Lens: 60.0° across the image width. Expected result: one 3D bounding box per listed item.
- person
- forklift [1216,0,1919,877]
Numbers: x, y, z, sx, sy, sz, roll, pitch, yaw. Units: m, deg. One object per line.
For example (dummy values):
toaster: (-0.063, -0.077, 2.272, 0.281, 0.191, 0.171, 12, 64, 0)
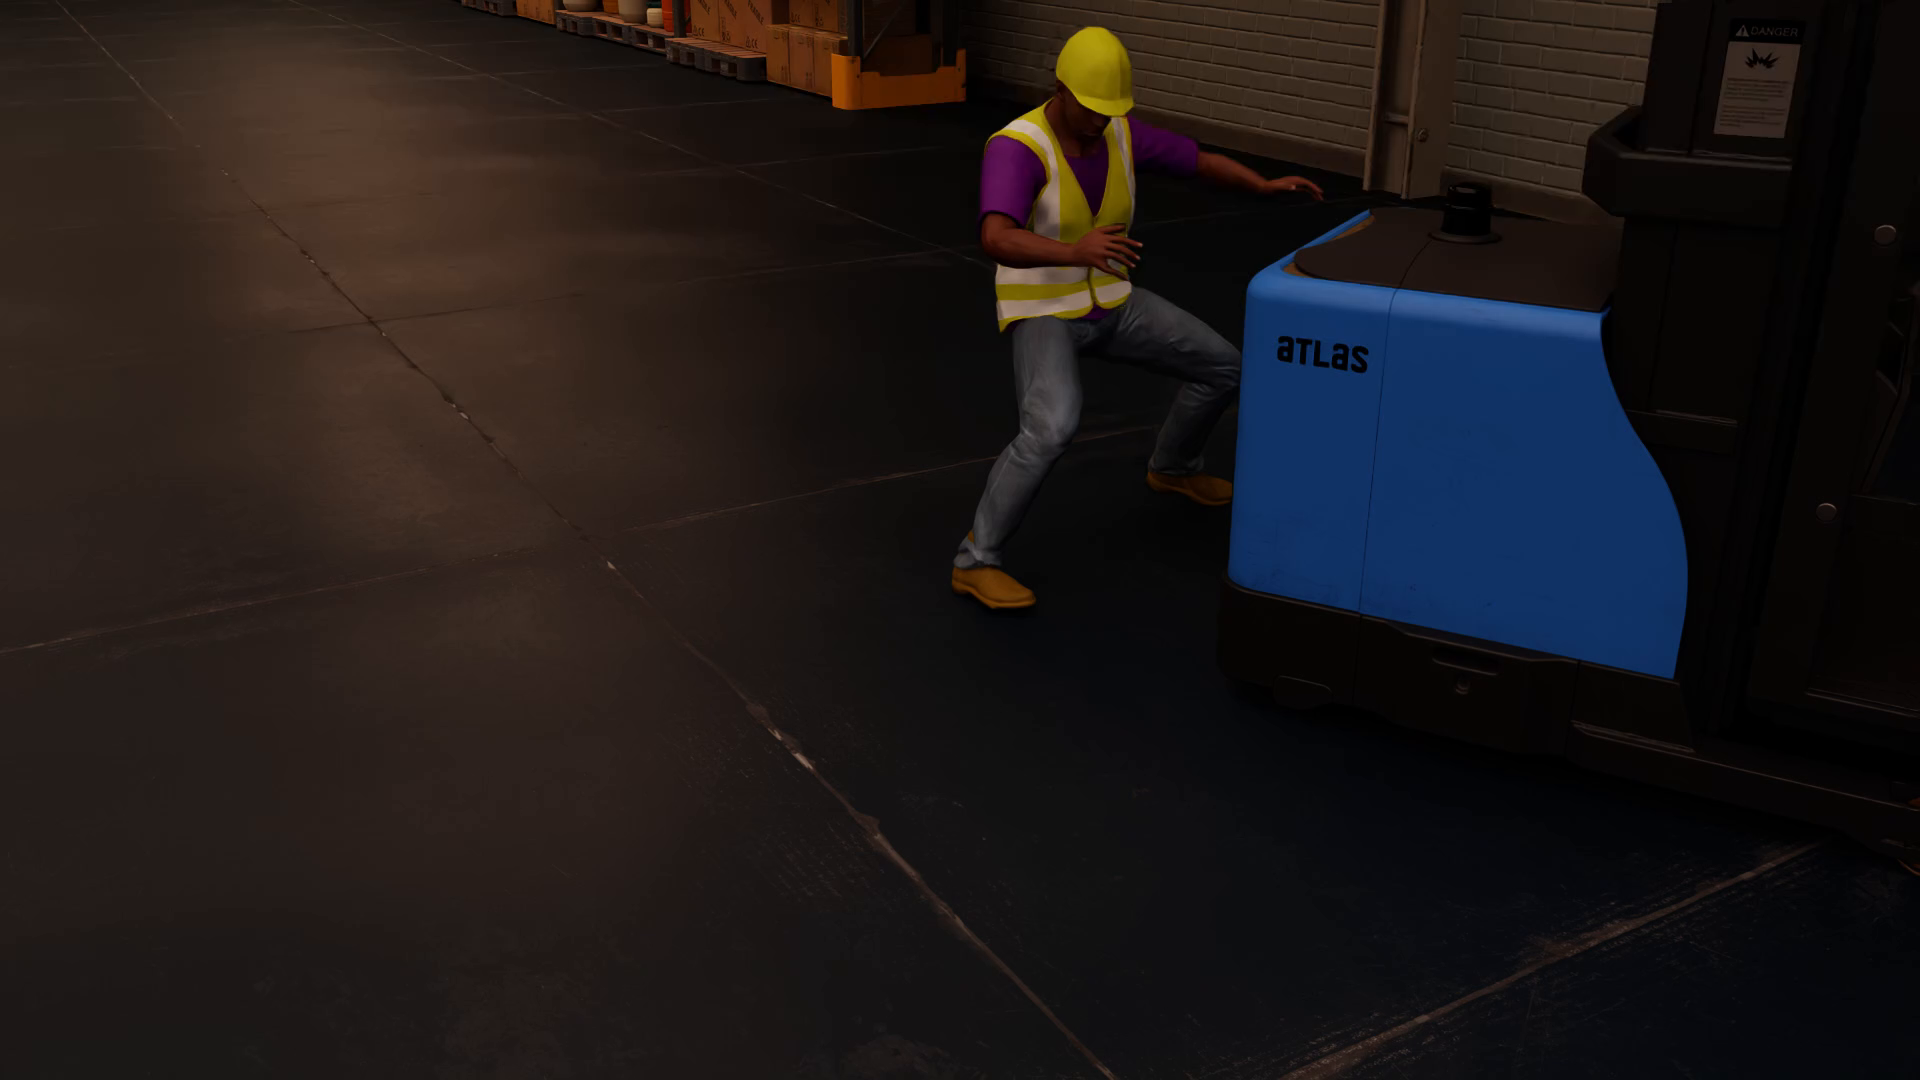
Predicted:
person: (0.442, -0.678, 4.782, 1.133, 1.528, 0.735, -13, 26, -29)
forklift: (2.182, -0.850, 3.345, 3.031, 2.935, 1.130, 12, 25, 27)
